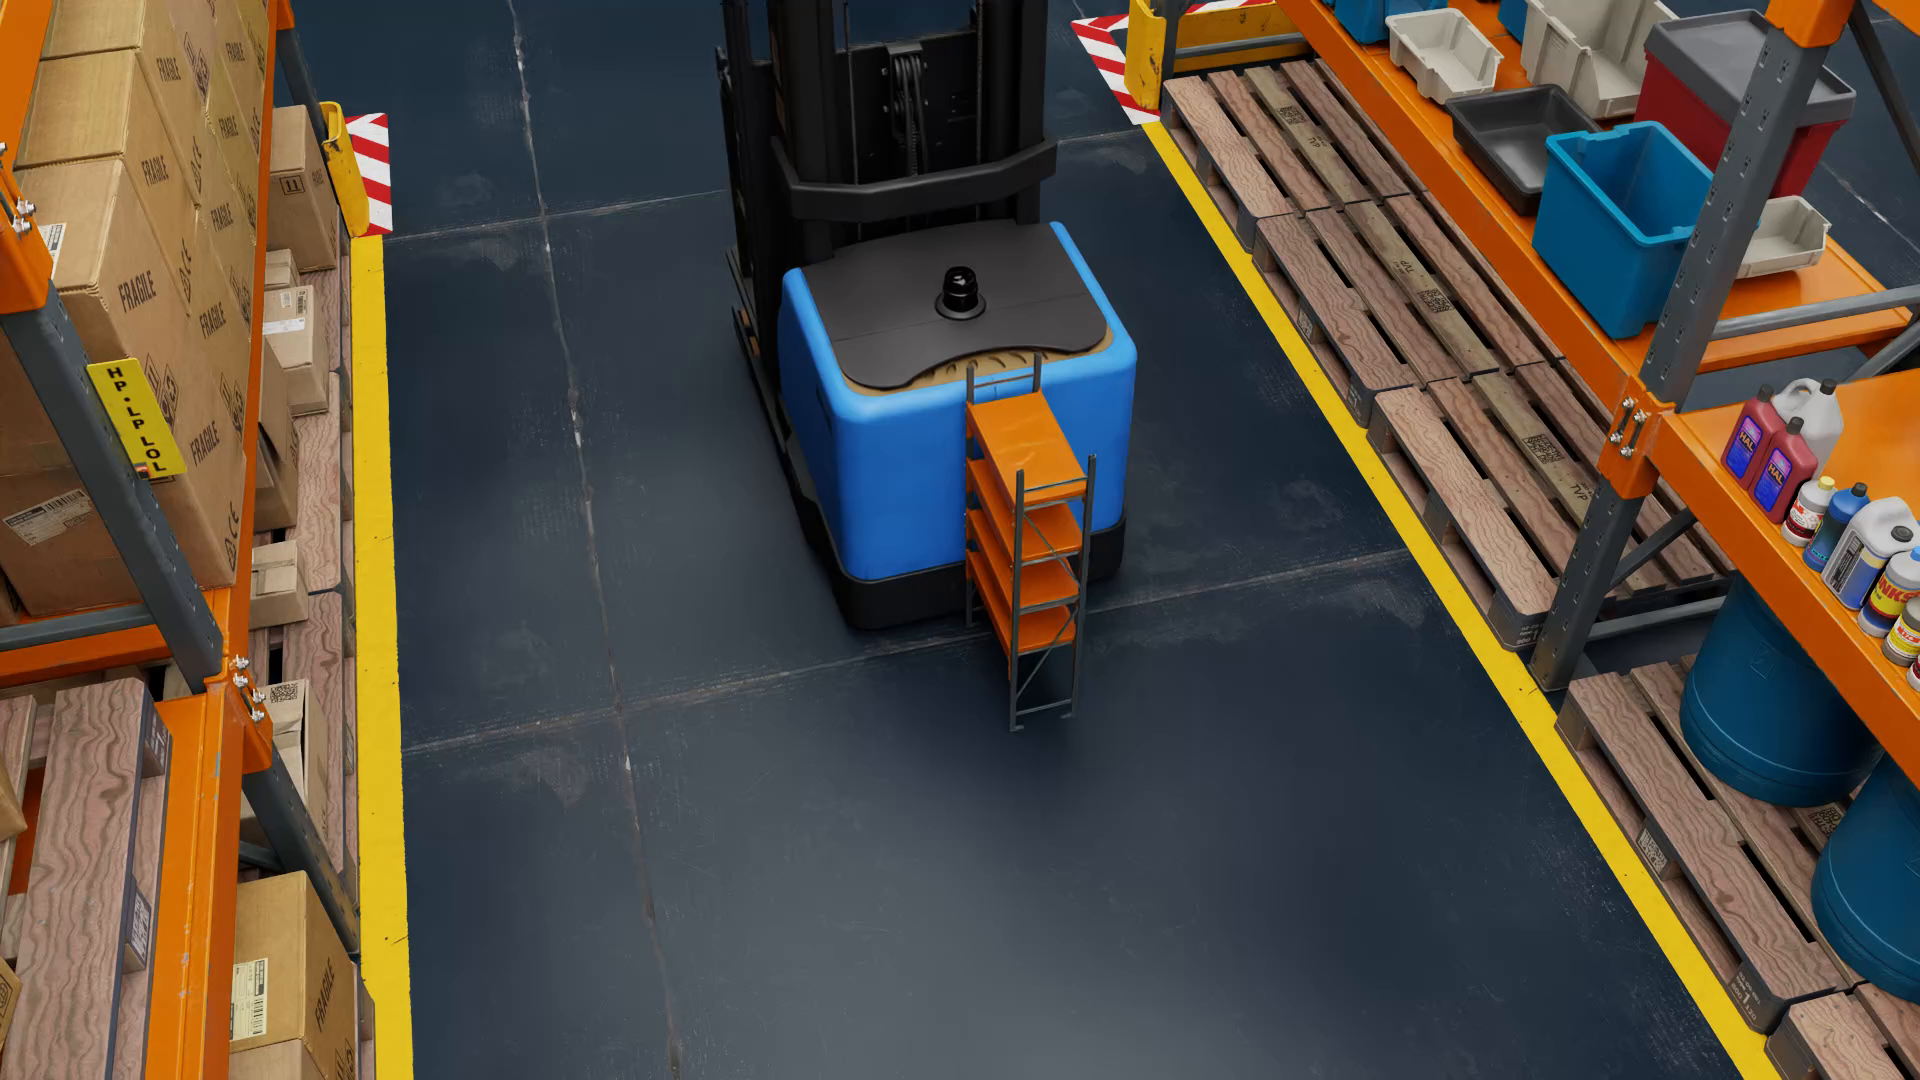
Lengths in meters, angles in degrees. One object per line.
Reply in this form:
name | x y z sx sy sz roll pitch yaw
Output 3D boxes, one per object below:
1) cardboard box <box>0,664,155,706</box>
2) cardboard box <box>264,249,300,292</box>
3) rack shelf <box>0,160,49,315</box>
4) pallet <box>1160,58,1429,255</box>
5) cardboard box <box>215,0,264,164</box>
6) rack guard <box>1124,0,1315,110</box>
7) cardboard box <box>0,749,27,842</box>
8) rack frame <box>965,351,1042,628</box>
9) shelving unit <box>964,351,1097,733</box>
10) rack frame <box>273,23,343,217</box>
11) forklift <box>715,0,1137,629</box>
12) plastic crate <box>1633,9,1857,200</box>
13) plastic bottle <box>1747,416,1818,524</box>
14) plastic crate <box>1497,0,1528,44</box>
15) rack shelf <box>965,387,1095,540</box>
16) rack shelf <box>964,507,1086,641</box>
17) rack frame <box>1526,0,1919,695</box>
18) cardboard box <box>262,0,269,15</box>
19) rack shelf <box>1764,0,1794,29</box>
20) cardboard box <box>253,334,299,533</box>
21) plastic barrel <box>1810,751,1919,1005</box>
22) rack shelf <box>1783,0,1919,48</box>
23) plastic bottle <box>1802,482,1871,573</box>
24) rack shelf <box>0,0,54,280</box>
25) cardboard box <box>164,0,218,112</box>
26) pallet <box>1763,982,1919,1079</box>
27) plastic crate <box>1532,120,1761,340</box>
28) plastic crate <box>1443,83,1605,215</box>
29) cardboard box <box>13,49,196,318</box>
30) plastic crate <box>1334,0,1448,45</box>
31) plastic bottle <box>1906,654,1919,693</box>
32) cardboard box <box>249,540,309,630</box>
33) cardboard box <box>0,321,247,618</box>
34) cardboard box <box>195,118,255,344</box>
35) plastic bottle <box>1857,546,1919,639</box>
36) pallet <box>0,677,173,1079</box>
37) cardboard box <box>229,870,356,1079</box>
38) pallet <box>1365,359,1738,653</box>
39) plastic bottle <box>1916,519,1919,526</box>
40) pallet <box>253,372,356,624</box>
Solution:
cardboard box | -2.730 0.631 4.974 0.500 0.500 0.500 -11 47 -10
cardboard box | -2.940 -1.046 6.851 0.380 0.166 0.250 -11 47 -10
rack shelf | -1.798 0.834 1.736 1.077 0.370 4.000 -11 47 -10
pallet | 1.629 -1.861 7.926 1.003 0.211 1.213 -11 47 -10
cardboard box | -2.697 -1.583 5.631 0.500 0.500 0.500 -10 46 -10
rack guard | 1.437 -2.553 8.402 1.175 0.500 0.348 -11 47 -10
cardboard box | -2.405 0.437 3.357 0.700 0.500 0.500 -26 51 -23
rack frame | 0.136 -0.133 5.541 0.240 1.200 0.015 -12 47 -12
shelving unit | 0.207 0.033 5.377 0.258 1.200 0.503 -12 47 -12
rack frame | -3.334 -2.510 6.610 1.000 3.000 0.127 -11 47 -10
forklift | -0.325 -1.786 5.948 1.130 2.935 3.031 -12 47 -12
plastic crate | 2.493 -1.358 5.393 0.402 0.464 0.583 -11 47 -10
plastic bottle | 2.195 -0.188 4.416 0.061 0.283 0.133 -11 47 -10
plastic crate | 2.229 -2.005 6.190 0.416 0.233 0.300 -11 47 -10
rack shelf | 0.207 -0.242 5.097 0.258 0.148 0.480 -12 47 -12
rack shelf | 0.207 0.080 5.425 0.258 0.148 0.480 -12 47 -12
rack frame | 2.480 -0.652 4.789 1.000 3.000 0.127 -11 47 -10
cardboard box | -2.956 -2.286 6.320 0.500 0.500 0.500 -9 46 -9
rack shelf | 1.968 -2.831 5.327 1.077 0.370 4.000 -11 47 -10
cardboard box | -2.796 -0.325 5.908 0.797 0.503 0.637 -11 47 -10
plastic barrel | 2.784 0.803 4.538 0.600 0.901 0.708 -11 47 -10
rack shelf | 2.992 -0.069 2.621 1.077 0.370 4.000 -11 47 -10
plastic bottle | 2.267 -0.040 4.279 0.097 0.271 0.097 0 46 0
rack shelf | -2.822 -1.928 4.442 1.077 0.370 4.000 -11 47 -10
cardboard box | -2.555 -1.578 4.926 0.500 0.500 0.500 -9 46 -9
pallet | 2.953 1.708 4.428 1.003 0.211 1.213 -11 47 -10
plastic crate | 2.030 -0.927 5.028 0.392 0.384 0.575 -11 47 -10
plastic crate | 1.933 -1.300 5.575 0.437 0.125 0.590 -11 47 -10
cardboard box | -2.291 -0.867 4.229 0.500 0.500 0.500 -12 47 -12
plastic crate | 1.614 -2.029 6.213 0.416 0.233 0.300 -11 47 -10
plastic bottle | 2.377 0.279 4.015 0.097 0.201 0.097 0 46 0
cardboard box | -2.439 0.164 5.665 0.380 0.166 0.250 -11 47 -10
cardboard box | -2.177 -0.186 4.262 0.500 0.500 0.500 -10 46 -9
cardboard box | -2.437 -0.884 4.946 0.500 0.500 0.500 -11 47 -11
plastic bottle | 2.327 0.120 4.122 0.097 0.271 0.097 0 46 0
pallet | -2.211 0.890 3.412 1.003 0.211 1.213 -11 47 -10
cardboard box | -1.906 1.260 4.357 0.500 0.500 0.500 -11 47 -11
pallet | 2.254 -0.176 6.275 1.003 0.211 1.213 -11 47 -10
plastic bottle | 2.439 0.024 4.266 0.097 0.201 0.097 0 46 0
pallet | -2.800 -0.091 6.192 1.003 0.211 1.213 -11 47 -10
